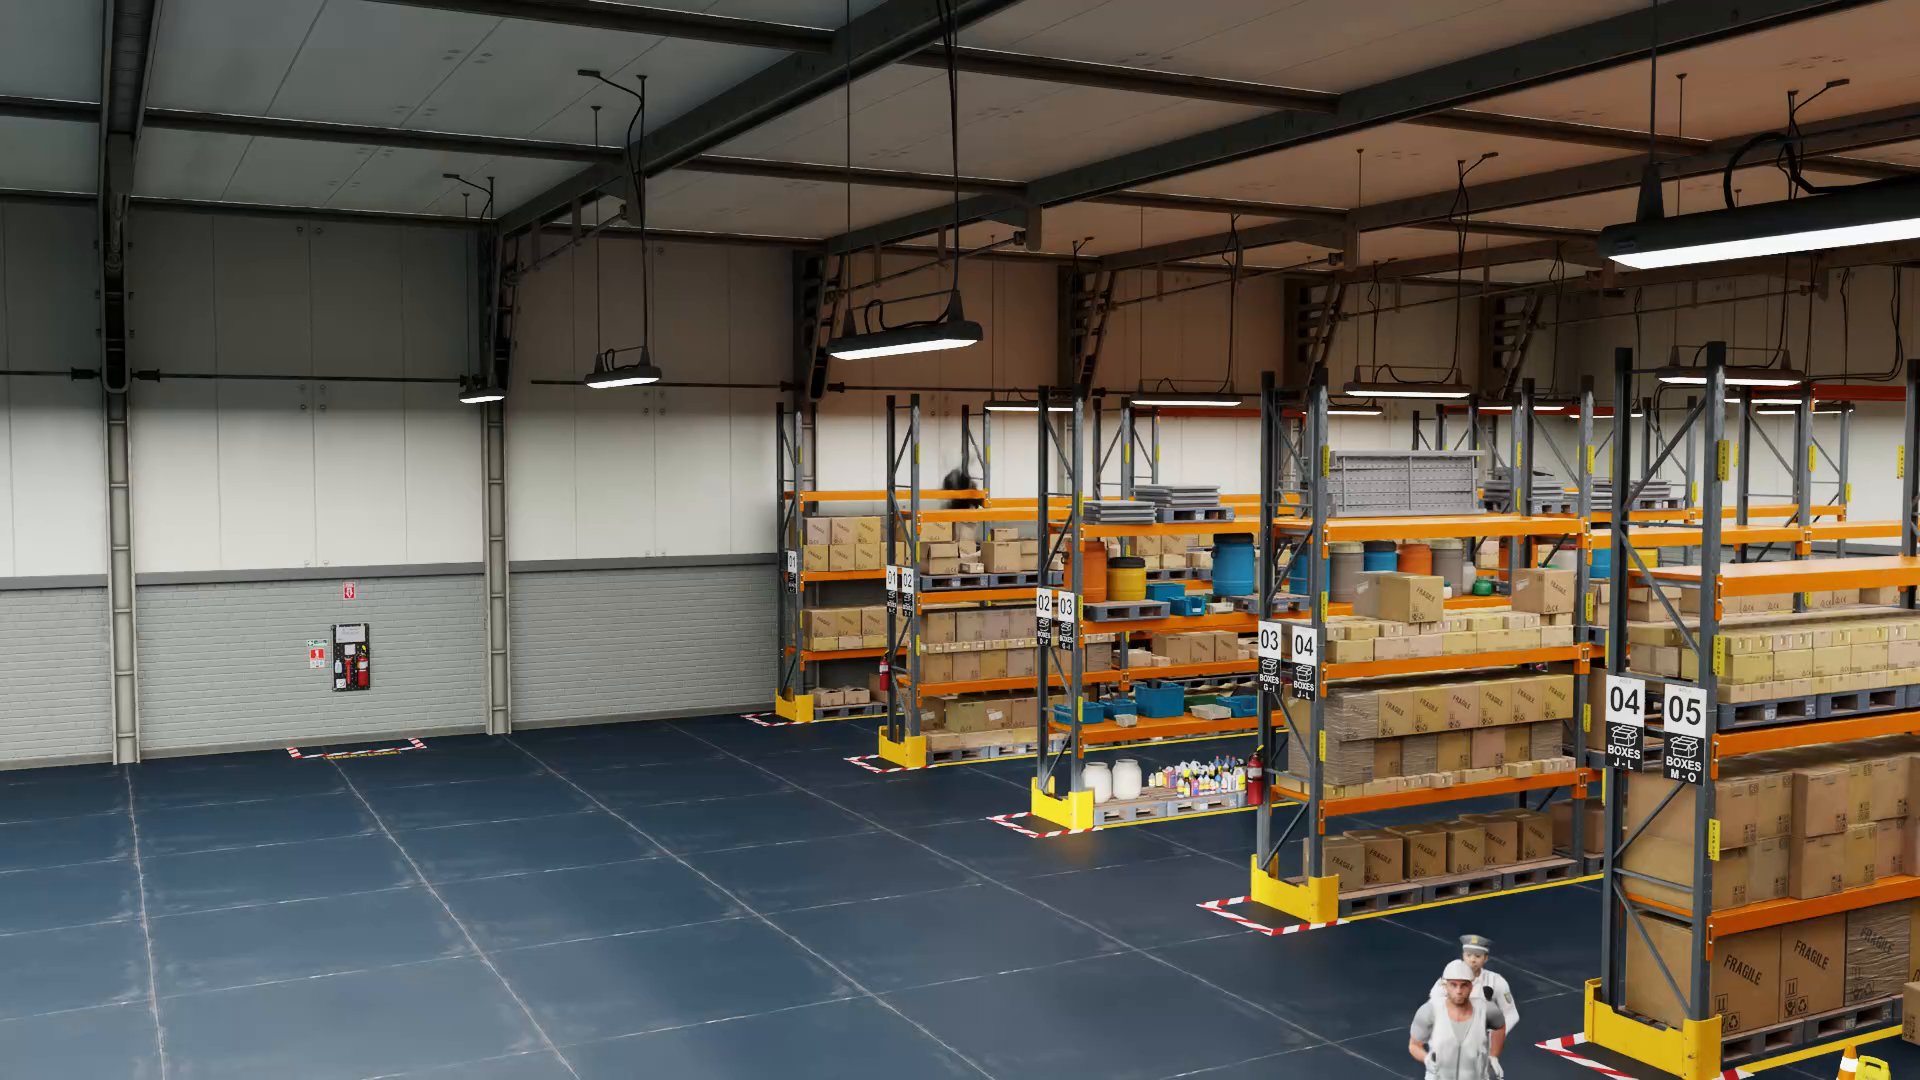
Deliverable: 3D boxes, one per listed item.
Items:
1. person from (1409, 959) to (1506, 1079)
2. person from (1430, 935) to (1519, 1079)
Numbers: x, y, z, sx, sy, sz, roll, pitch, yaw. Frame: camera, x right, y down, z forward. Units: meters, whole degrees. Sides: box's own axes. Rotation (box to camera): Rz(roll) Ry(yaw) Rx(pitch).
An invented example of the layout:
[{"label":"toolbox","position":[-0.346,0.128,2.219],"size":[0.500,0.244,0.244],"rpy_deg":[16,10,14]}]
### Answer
[{"label":"person","position":[3.267,3.632,10.945],"size":[0.607,1.806,0.935],"rpy_deg":[1,3,18]},{"label":"person","position":[3.689,3.650,11.959],"size":[0.623,1.667,0.577],"rpy_deg":[1,3,19]}]
